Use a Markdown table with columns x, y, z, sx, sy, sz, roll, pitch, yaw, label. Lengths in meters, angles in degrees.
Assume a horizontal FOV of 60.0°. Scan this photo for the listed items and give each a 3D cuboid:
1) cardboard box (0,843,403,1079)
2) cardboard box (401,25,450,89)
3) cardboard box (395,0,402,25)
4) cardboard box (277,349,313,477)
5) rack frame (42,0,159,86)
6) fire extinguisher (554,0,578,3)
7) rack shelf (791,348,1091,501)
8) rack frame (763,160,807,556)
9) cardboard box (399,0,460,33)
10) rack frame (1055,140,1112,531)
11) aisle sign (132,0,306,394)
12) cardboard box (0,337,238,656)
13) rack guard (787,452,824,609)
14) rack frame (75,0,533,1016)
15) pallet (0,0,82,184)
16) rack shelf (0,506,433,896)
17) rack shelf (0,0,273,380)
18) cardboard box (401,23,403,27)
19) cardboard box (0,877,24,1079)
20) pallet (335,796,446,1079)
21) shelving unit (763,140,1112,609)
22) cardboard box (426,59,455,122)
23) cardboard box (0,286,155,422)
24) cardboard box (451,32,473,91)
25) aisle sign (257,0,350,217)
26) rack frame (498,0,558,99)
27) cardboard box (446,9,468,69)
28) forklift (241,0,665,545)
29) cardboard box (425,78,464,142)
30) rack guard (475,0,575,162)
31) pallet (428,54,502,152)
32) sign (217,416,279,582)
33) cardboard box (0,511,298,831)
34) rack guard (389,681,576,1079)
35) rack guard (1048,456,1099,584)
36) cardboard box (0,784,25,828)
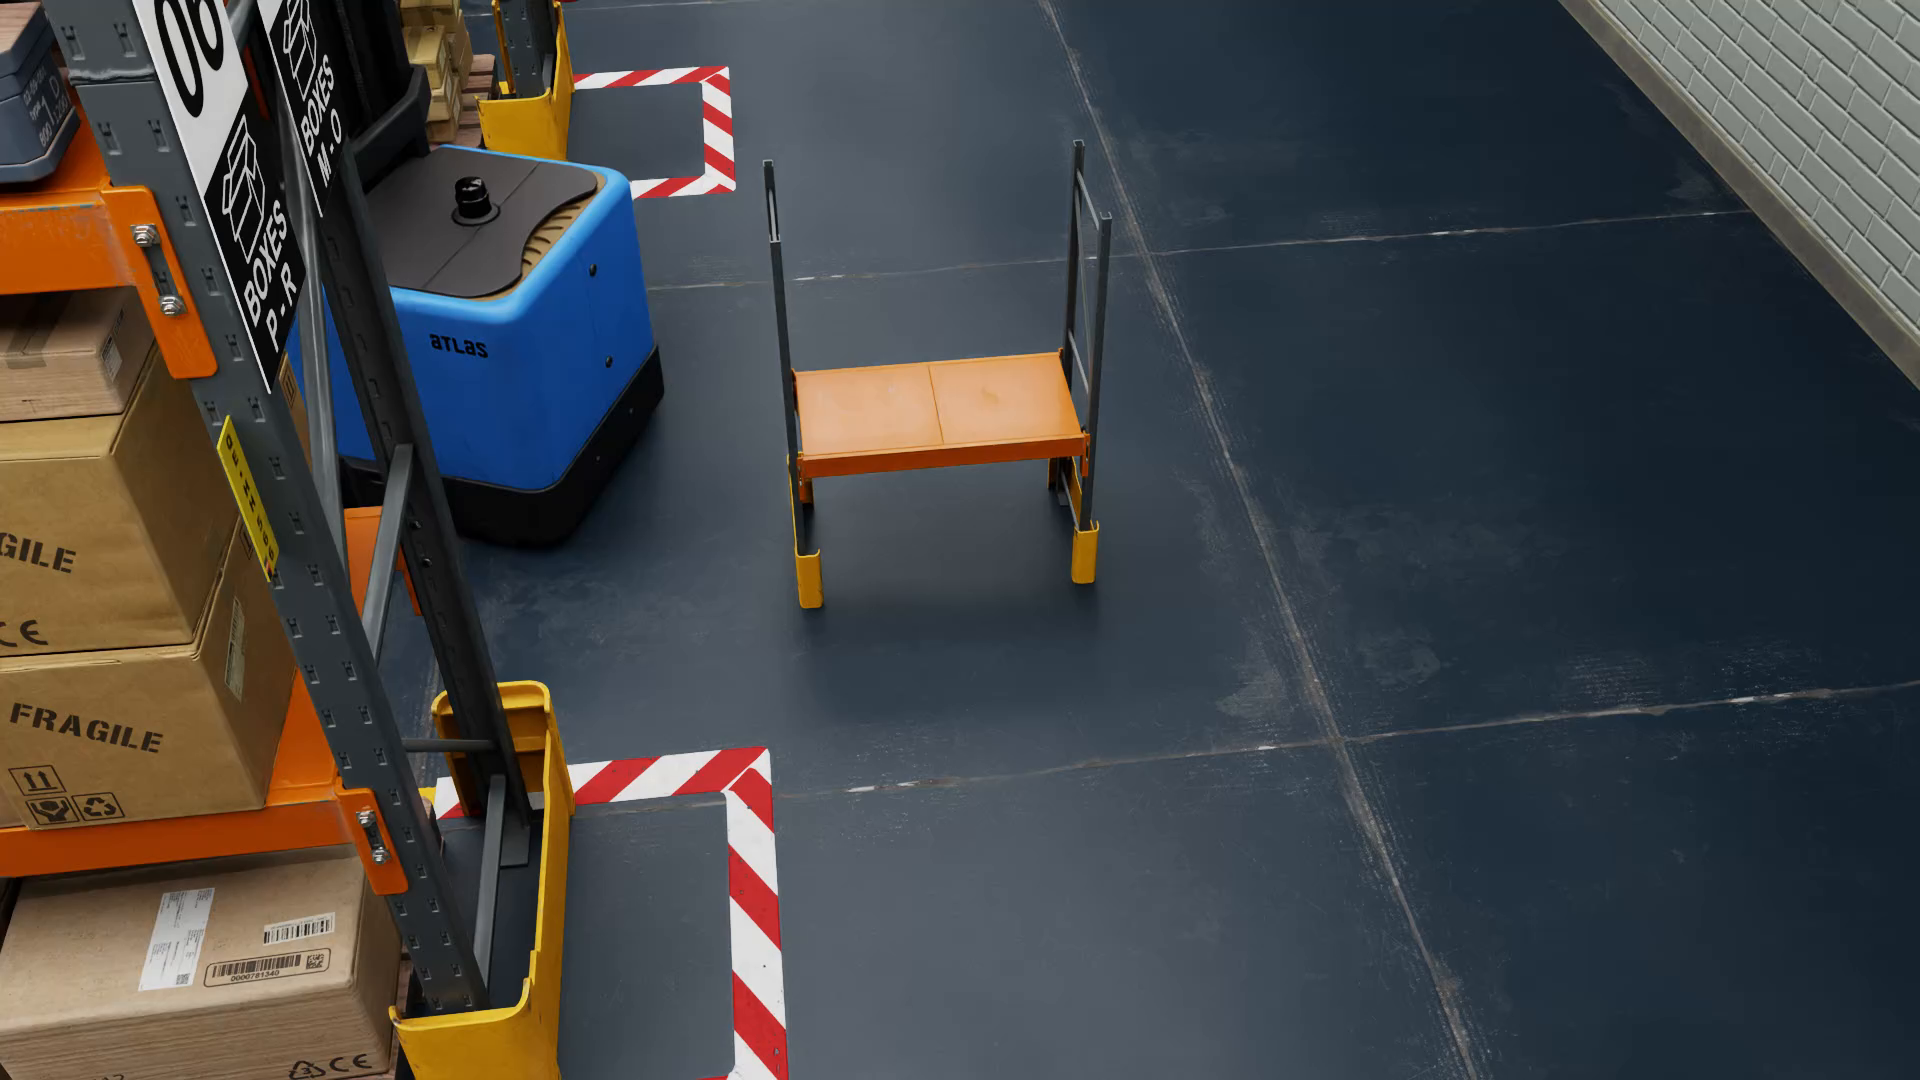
| x | y | z | sx | sy | sz | roll | pitch | yaw | label |
| --- | --- | --- | --- | --- | --- | --- | --- | --- | --- |
| -2.001 | 1.002 | 4.499 | 0.875 | 0.438 | 0.875 | -6 | 42 | -7 | cardboard box |
| -2.594 | -2.300 | 7.931 | 0.250 | 0.149 | 0.380 | -5 | 42 | -5 | cardboard box |
| -2.923 | -2.590 | 8.253 | 0.250 | 0.149 | 0.380 | -4 | 42 | -5 | cardboard box |
| -1.873 | -0.103 | 4.050 | 0.500 | 0.500 | 0.500 | -5 | 42 | -6 | cardboard box |
| -1.359 | -2.145 | 1.909 | 0.127 | 3.000 | 1.000 | -5 | 42 | -6 | rack frame |
| -1.792 | -2.744 | 7.388 | 0.183 | 0.674 | 0.296 | -5 | 42 | -6 | fire extinguisher |
| -0.085 | -0.416 | 5.860 | 1.000 | 0.185 | 0.538 | -5 | 42 | -6 | rack shelf |
| -0.589 | -0.505 | 5.691 | 0.032 | 1.500 | 0.500 | -5 | 42 | -6 | rack frame |
| -2.665 | -2.694 | 8.368 | 0.250 | 0.149 | 0.380 | -7 | 42 | -7 | cardboard box |
| 0.419 | -0.594 | 5.788 | 0.032 | 1.500 | 0.500 | -5 | 42 | -6 | rack frame |
| -1.248 | -0.683 | 2.826 | 0.004 | 0.787 | 0.394 | -5 | 42 | -6 | aisle sign |
| -1.807 | -0.125 | 3.328 | 0.500 | 0.500 | 0.500 | -4 | 42 | -4 | cardboard box |
| -0.569 | -0.043 | 6.111 | 0.087 | 0.250 | 0.587 | -5 | 42 | -6 | rack guard |
| -1.359 | 0.083 | 3.918 | 0.127 | 3.000 | 1.000 | -5 | 42 | -6 | rack frame |
| -2.094 | -0.926 | 2.864 | 1.213 | 0.211 | 1.003 | -5 | 42 | -6 | pallet |
| -3.343 | 0.524 | 3.967 | 4.000 | 0.370 | 1.077 | -5 | 42 | -6 | rack shelf |
| -3.343 | -0.590 | 2.962 | 4.000 | 0.370 | 1.077 | -5 | 42 | -6 | rack shelf |
| -2.933 | -2.542 | 8.422 | 0.250 | 0.149 | 0.380 | -5 | 42 | -6 | cardboard box |
| -2.907 | 1.087 | 4.404 | 0.875 | 0.438 | 0.875 | -4 | 42 | -4 | cardboard box |
| -2.142 | 1.240 | 4.718 | 1.213 | 0.211 | 1.003 | -5 | 42 | -6 | pallet |
| -0.076 | -0.550 | 5.740 | 1.083 | 1.500 | 0.587 | -5 | 42 | -6 | shelving unit |
| -2.588 | -2.168 | 8.007 | 0.250 | 0.149 | 0.380 | -6 | 42 | -7 | cardboard box |
| -1.689 | -0.402 | 3.151 | 0.250 | 0.149 | 0.380 | -4 | 42 | -5 | cardboard box |
| -2.662 | -2.460 | 8.553 | 0.250 | 0.149 | 0.380 | -4 | 42 | -5 | cardboard box |
| -1.326 | -1.081 | 3.268 | 0.004 | 0.787 | 0.394 | -5 | 42 | -6 | aisle sign |
| -2.101 | -3.196 | 7.553 | 0.127 | 3.000 | 1.000 | -5 | 42 | -6 | rack frame |
| -2.654 | -2.528 | 8.406 | 0.250 | 0.149 | 0.380 | -3 | 42 | -4 | cardboard box |
| -2.785 | -1.622 | 5.860 | 3.031 | 2.935 | 1.130 | 11 | 43 | 12 | forklift |
| -2.596 | -2.109 | 8.163 | 0.250 | 0.149 | 0.380 | -4 | 42 | -5 | cardboard box |
| -2.177 | -2.261 | 8.383 | 0.348 | 0.500 | 1.175 | -5 | 42 | -6 | rack guard |
| -2.987 | -2.106 | 8.428 | 1.213 | 0.211 | 1.003 | -5 | 42 | -6 | pallet |
| -1.303 | -0.073 | 3.050 | 0.005 | 0.325 | 0.100 | -5 | 42 | -6 | sign |
| -1.803 | 0.264 | 3.643 | 0.500 | 0.500 | 0.500 | -5 | 42 | -5 | cardboard box |
| -1.336 | 1.009 | 4.758 | 0.348 | 0.500 | 1.175 | -5 | 42 | -6 | rack guard |
| 0.418 | -0.129 | 6.207 | 0.087 | 0.250 | 0.587 | -5 | 42 | -6 | rack guard |
| -2.303 | 0.297 | 3.606 | 0.500 | 0.500 | 0.500 | -6 | 42 | -6 | cardboard box |
